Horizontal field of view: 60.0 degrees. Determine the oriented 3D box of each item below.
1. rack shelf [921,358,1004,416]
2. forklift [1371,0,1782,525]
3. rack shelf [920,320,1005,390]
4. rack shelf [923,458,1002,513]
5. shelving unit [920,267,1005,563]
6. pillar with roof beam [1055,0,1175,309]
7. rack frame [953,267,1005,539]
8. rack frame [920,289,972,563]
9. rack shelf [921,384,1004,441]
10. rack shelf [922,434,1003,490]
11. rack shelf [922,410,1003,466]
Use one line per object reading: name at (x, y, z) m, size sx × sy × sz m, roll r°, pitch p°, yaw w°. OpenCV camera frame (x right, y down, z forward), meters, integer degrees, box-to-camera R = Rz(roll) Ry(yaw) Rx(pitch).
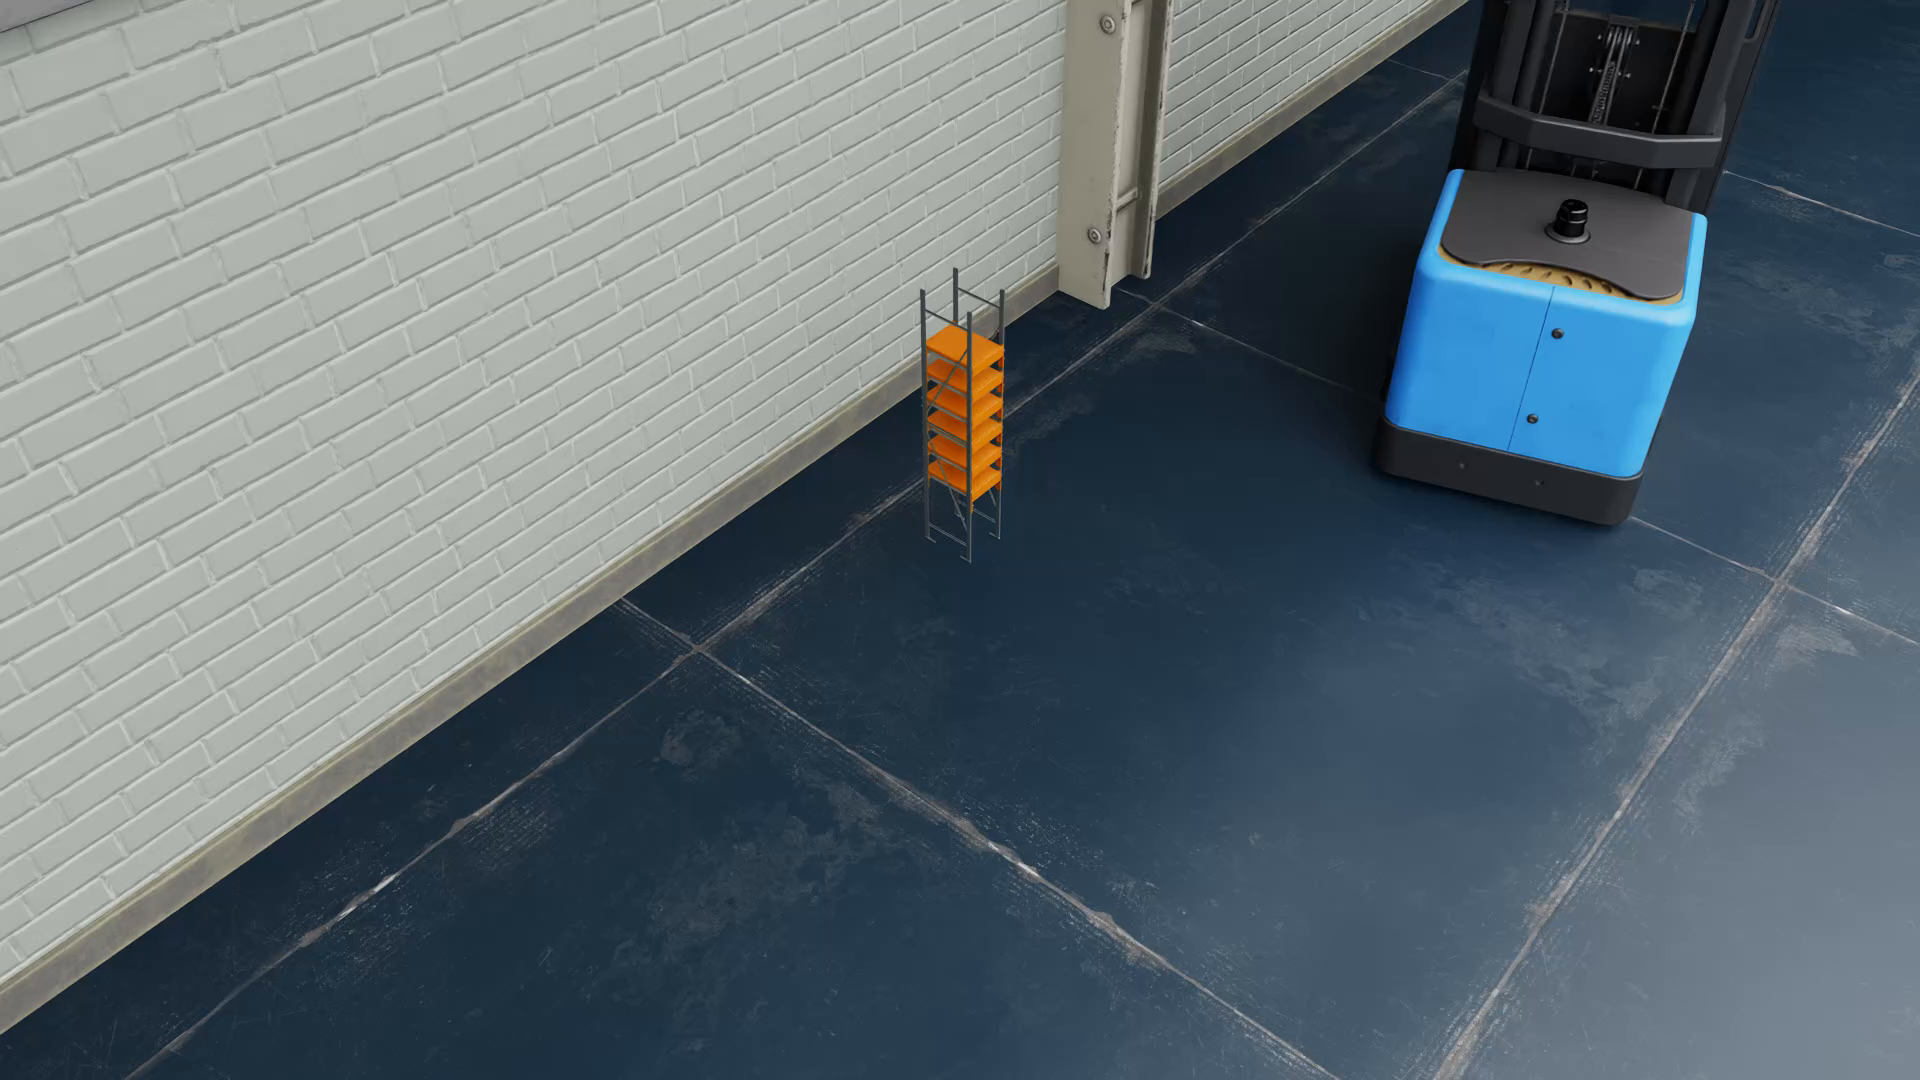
rack shelf at (0.009, -0.596, 6.223) m, size 0.258 × 0.103 × 0.180 m, roll 29°, pitch 50°, yaw 28°
forklift at (2.753, -2.146, 6.932) m, size 1.130 × 2.935 × 3.031 m, roll 15°, pitch 44°, yaw 16°
rack shelf at (0.009, -0.685, 6.142) m, size 0.258 × 0.103 × 0.180 m, roll 29°, pitch 50°, yaw 28°
rack shelf at (0.009, -0.241, 6.546) m, size 0.258 × 0.103 × 0.180 m, roll 29°, pitch 50°, yaw 28°
shelving unit at (0.009, -0.451, 6.355) m, size 0.258 × 1.200 × 0.189 m, roll 29°, pitch 50°, yaw 28°
pillar with roof beam at (3.991, -2.735, 3.069) m, size 9.100 × 9.000 × 0.400 m, roll 29°, pitch 50°, yaw 28°
rack frame at (0.068, -0.498, 6.406) m, size 0.240 × 1.200 × 0.006 m, roll 29°, pitch 50°, yaw 28°
rack frame at (-0.050, -0.404, 6.303) m, size 0.240 × 1.200 × 0.006 m, roll 29°, pitch 50°, yaw 28°
rack shelf at (0.009, -0.507, 6.304) m, size 0.258 × 0.103 × 0.180 m, roll 29°, pitch 50°, yaw 28°
rack shelf at (0.009, -0.330, 6.465) m, size 0.258 × 0.103 × 0.180 m, roll 29°, pitch 50°, yaw 28°
rack shelf at (0.009, -0.419, 6.384) m, size 0.258 × 0.103 × 0.180 m, roll 29°, pitch 50°, yaw 28°
